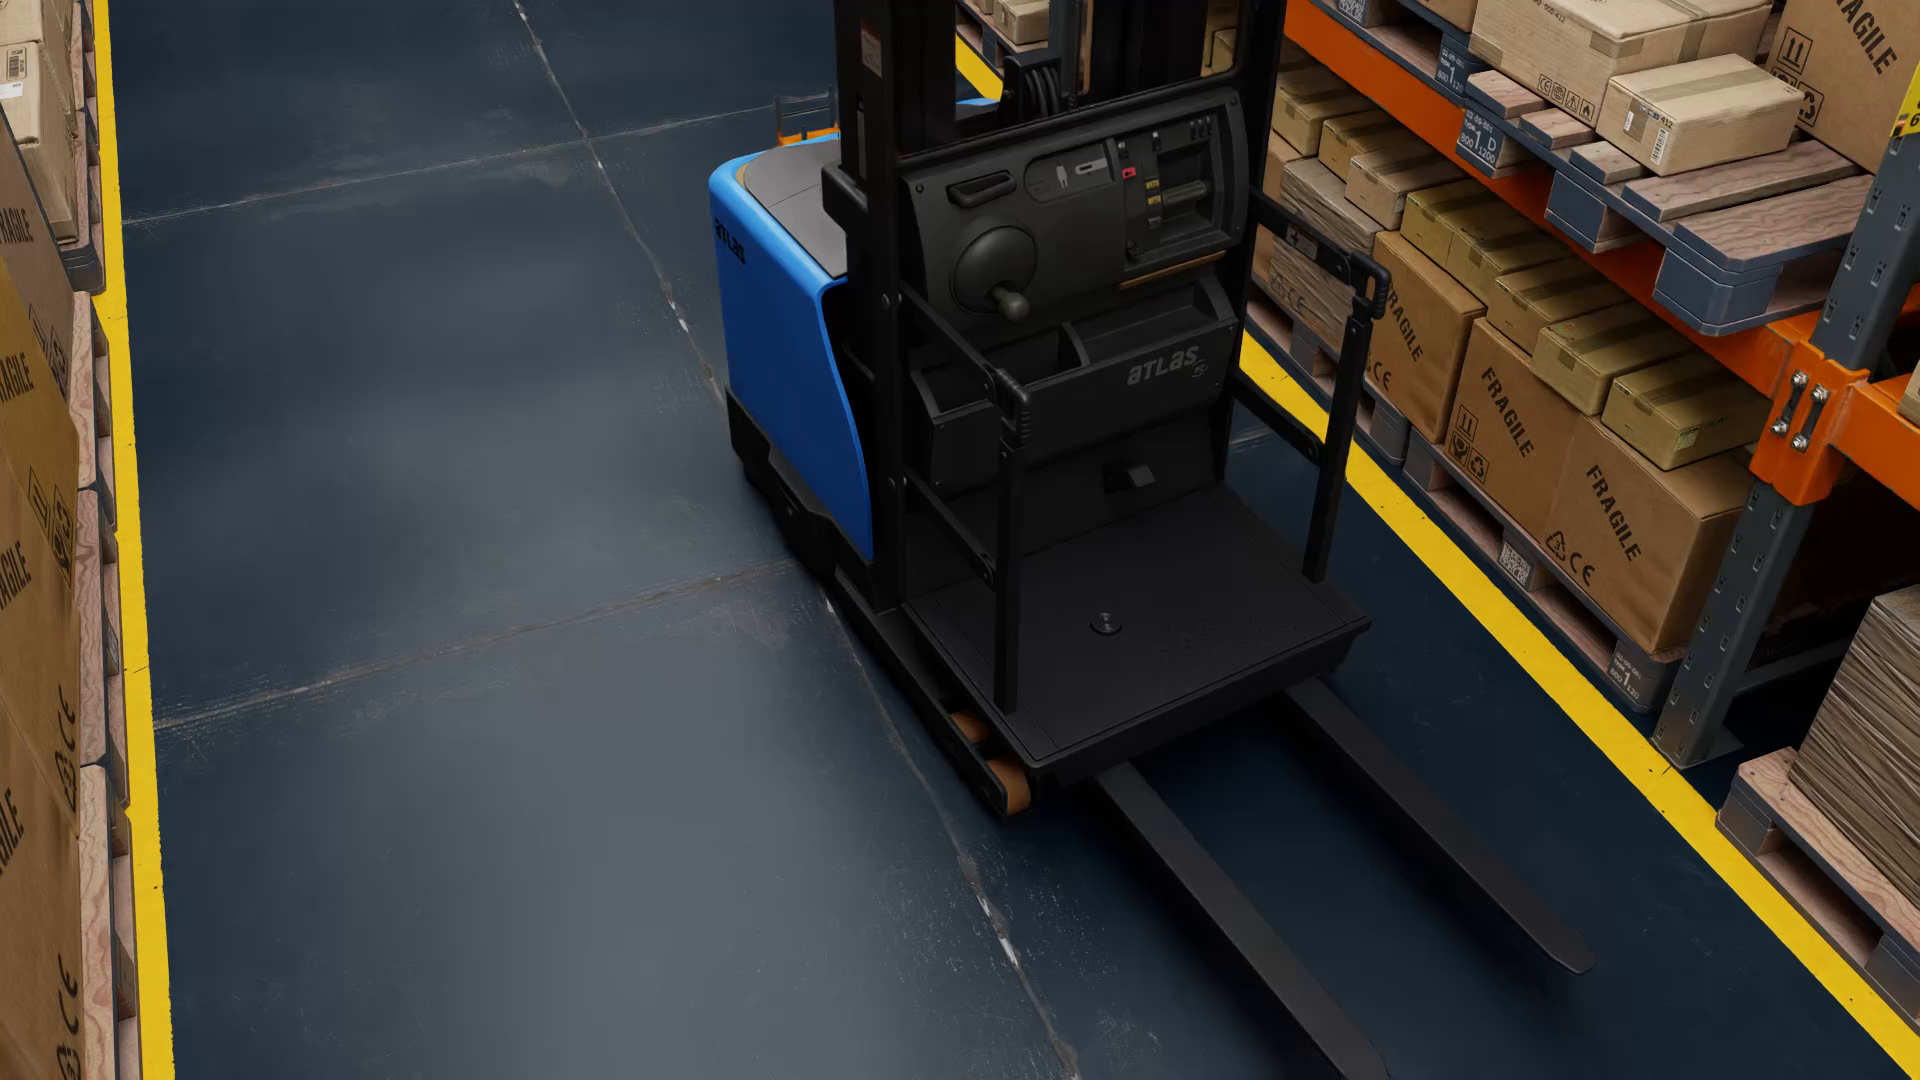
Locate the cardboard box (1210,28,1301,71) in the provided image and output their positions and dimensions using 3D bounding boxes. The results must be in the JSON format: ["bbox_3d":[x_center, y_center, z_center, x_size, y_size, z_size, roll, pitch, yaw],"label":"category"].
[{"bbox_3d":[1.154,-1.790,6.128,0.380,0.149,0.250,-16,43,-18],"label":"cardboard box"}]

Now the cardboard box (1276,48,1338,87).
[{"bbox_3d":[1.215,-1.630,5.943,0.380,0.149,0.250,-15,43,-17],"label":"cardboard box"}]

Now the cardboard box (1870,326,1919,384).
[{"bbox_3d":[2.478,-0.516,4.647,0.380,0.149,0.250,-13,42,-15],"label":"cardboard box"}]

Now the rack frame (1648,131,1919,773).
[{"bbox_3d":[2.390,-0.666,3.724,1.000,3.000,0.127,-15,43,-17],"label":"rack frame"}]

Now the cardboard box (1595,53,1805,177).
[{"bbox_3d":[1.784,-1.030,4.018,0.380,0.149,0.250,-14,43,-16],"label":"cardboard box"}]

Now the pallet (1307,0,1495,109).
[{"bbox_3d":[1.641,-1.764,5.148,1.003,0.211,1.213,-15,43,-17],"label":"pallet"}]

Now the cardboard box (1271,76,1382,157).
[{"bbox_3d":[1.308,-1.480,5.768,0.380,0.149,0.250,-14,43,-15],"label":"cardboard box"}]

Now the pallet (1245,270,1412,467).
[{"bbox_3d":[1.676,-0.802,6.021,1.003,0.211,1.213,-15,43,-17],"label":"pallet"}]

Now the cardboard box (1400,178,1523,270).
[{"bbox_3d":[1.619,-1.005,5.216,0.380,0.149,0.250,-16,43,-17],"label":"cardboard box"}]

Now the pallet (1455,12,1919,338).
[{"bbox_3d":[2.066,-0.984,4.241,1.213,0.211,1.003,-15,43,-17],"label":"pallet"}]

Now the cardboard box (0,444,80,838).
[{"bbox_3d":[-2.720,0.245,3.972,0.875,0.875,0.875,-15,43,-16],"label":"cardboard box"}]

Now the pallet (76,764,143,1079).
[{"bbox_3d":[-2.427,1.138,3.765,1.003,0.211,1.213,-15,43,-17],"label":"pallet"}]

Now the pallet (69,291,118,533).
[{"bbox_3d":[-3.360,-0.332,5.474,1.003,0.211,1.213,-15,43,-17],"label":"pallet"}]

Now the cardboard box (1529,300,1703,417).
[{"bbox_3d":[1.834,-0.515,4.646,0.380,0.149,0.250,-17,44,-19],"label":"cardboard box"}]

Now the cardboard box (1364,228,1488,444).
[{"bbox_3d":[1.645,-0.698,5.356,0.500,0.500,0.500,-13,42,-15],"label":"cardboard box"}]

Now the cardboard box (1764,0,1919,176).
[{"bbox_3d":[2.337,-1.213,3.961,0.500,0.500,0.500,-13,42,-15],"label":"cardboard box"}]

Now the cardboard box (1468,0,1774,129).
[{"bbox_3d":[1.687,-1.324,4.282,0.500,0.250,0.500,-17,44,-19],"label":"cardboard box"}]

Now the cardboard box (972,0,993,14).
[{"bbox_3d":[0.238,-2.676,7.836,0.396,0.266,0.258,-14,43,-15],"label":"cardboard box"}]

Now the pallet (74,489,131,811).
[{"bbox_3d":[-2.890,0.404,4.618,1.003,0.211,1.213,-15,43,-17],"label":"pallet"}]

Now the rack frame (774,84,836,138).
[{"bbox_3d":[-0.490,-1.025,5.636,0.200,1.050,0.008,-16,41,-18],"label":"rack frame"}]

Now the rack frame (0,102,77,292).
[{"bbox_3d":[-3.725,-1.835,5.084,1.000,3.000,0.127,-15,43,-17],"label":"rack frame"}]

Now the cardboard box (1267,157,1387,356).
[{"bbox_3d":[1.429,-1.006,5.714,0.500,0.500,0.500,-17,43,-18],"label":"cardboard box"}]

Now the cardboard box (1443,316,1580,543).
[{"bbox_3d":[1.847,-0.383,4.990,0.500,0.500,0.500,-16,43,-17],"label":"cardboard box"}]

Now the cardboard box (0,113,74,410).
[{"bbox_3d":[-3.414,-0.836,5.229,0.875,0.875,0.875,-14,43,-16],"label":"cardboard box"}]

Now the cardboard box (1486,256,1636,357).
[{"bbox_3d":[1.774,-0.684,4.843,0.380,0.149,0.250,-16,43,-18],"label":"cardboard box"}]

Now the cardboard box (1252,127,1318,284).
[{"bbox_3d":[1.236,-1.320,6.079,0.500,0.500,0.500,-16,43,-18],"label":"cardboard box"}]

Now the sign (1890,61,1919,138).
[{"bbox_3d":[1.892,-0.934,3.209,0.100,0.325,0.005,-15,43,-17],"label":"sign"}]

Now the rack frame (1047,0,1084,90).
[{"bbox_3d":[0.859,-3.076,6.526,1.000,3.000,0.127,-15,43,-17],"label":"rack frame"}]

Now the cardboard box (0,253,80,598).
[{"bbox_3d":[-3.061,-0.293,4.598,0.875,0.875,0.875,-14,43,-16],"label":"cardboard box"}]

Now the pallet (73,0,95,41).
[{"bbox_3d":[-4.878,-2.726,8.258,1.003,0.211,1.213,-15,43,-17],"label":"pallet"}]

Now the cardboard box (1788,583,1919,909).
[{"bbox_3d":[2.616,0.454,3.921,0.875,0.625,0.625,-14,43,-16],"label":"cardboard box"}]

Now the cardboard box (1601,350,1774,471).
[{"bbox_3d":[1.967,-0.358,4.463,0.380,0.149,0.250,-17,44,-19],"label":"cardboard box"}]

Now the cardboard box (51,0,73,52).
[{"bbox_3d":[-4.553,-2.511,7.512,0.875,0.438,0.875,-14,43,-16],"label":"cardboard box"}]

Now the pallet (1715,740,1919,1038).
[{"bbox_3d":[2.669,0.897,4.046,1.003,0.211,1.213,-15,43,-17],"label":"pallet"}]

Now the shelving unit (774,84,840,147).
[{"bbox_3d":[-0.440,-0.956,5.549,0.215,1.050,0.252,-16,41,-18],"label":"shelving unit"}]

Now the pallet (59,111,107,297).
[{"bbox_3d":[-3.944,-1.256,6.548,1.003,0.211,1.213,-15,43,-17],"label":"pallet"}]

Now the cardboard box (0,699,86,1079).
[{"bbox_3d":[-2.382,0.784,3.346,0.875,0.875,0.875,-15,43,-17],"label":"cardboard box"}]

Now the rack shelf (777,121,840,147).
[{"bbox_3d":[-0.443,-1.170,5.378,0.215,0.259,0.240,-16,41,-18],"label":"rack shelf"}]

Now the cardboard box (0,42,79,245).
[{"bbox_3d":[-3.866,-1.428,6.253,0.875,0.438,0.875,-16,43,-17],"label":"cardboard box"}]

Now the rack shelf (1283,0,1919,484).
[{"bbox_3d":[1.624,-1.598,5.360,1.077,0.370,4.000,-15,43,-17],"label":"rack shelf"}]

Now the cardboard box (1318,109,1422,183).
[{"bbox_3d":[1.438,-1.325,5.587,0.380,0.149,0.250,-15,43,-17],"label":"cardboard box"}]

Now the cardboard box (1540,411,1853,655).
[{"bbox_3d":[2.029,-0.079,4.636,0.500,0.500,0.500,-14,43,-16],"label":"cardboard box"}]

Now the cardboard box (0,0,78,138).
[{"bbox_3d":[-4.210,-1.967,6.880,0.875,0.438,0.875,-16,43,-18],"label":"cardboard box"}]

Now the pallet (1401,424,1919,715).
[{"bbox_3d":[2.139,-0.068,5.168,1.003,0.211,1.213,-15,43,-17],"label":"pallet"}]

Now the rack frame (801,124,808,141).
[{"bbox_3d":[-0.389,-0.887,5.462,0.200,1.050,0.008,-16,41,-18],"label":"rack frame"}]

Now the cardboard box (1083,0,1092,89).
[{"bbox_3d":[0.836,-1.940,6.800,0.500,0.500,0.500,-13,42,-15],"label":"cardboard box"}]

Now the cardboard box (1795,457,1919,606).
[{"bbox_3d":[2.487,-0.202,4.779,0.500,0.500,0.500,-14,43,-15],"label":"cardboard box"}]

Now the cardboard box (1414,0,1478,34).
[{"bbox_3d":[1.594,-1.802,4.644,0.797,0.503,0.637,-16,43,-18],"label":"cardboard box"}]

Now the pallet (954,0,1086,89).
[{"bbox_3d":[0.597,-2.433,7.917,1.003,0.211,1.213,-15,43,-17],"label":"pallet"}]

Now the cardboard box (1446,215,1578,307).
[{"bbox_3d":[1.715,-0.855,5.041,0.380,0.149,0.250,-14,43,-16],"label":"cardboard box"}]

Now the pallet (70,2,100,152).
[{"bbox_3d":[-4.415,-1.992,7.404,1.003,0.211,1.213,-15,43,-17],"label":"pallet"}]

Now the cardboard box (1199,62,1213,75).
[{"bbox_3d":[1.049,-1.622,6.430,0.500,0.500,0.500,-16,43,-17],"label":"cardboard box"}]

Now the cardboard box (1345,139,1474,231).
[{"bbox_3d":[1.485,-1.164,5.400,0.380,0.149,0.250,-17,44,-19],"label":"cardboard box"}]

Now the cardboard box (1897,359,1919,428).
[{"bbox_3d":[2.334,-0.281,3.392,0.500,0.250,0.500,-15,43,-17],"label":"cardboard box"}]

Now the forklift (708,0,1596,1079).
[{"bbox_3d":[0.410,-0.726,3.846,1.130,2.935,3.031,-20,45,-22],"label":"forklift"}]

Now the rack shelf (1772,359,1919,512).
[{"bbox_3d":[3.155,0.811,2.558,1.077,0.370,4.000,-15,43,-17],"label":"rack shelf"}]

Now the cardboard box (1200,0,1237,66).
[{"bbox_3d":[1.037,-1.952,6.316,0.380,0.149,0.250,-17,44,-19],"label":"cardboard box"}]

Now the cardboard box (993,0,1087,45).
[{"bbox_3d":[0.375,-2.417,7.624,0.380,0.149,0.250,-16,43,-18],"label":"cardboard box"}]
